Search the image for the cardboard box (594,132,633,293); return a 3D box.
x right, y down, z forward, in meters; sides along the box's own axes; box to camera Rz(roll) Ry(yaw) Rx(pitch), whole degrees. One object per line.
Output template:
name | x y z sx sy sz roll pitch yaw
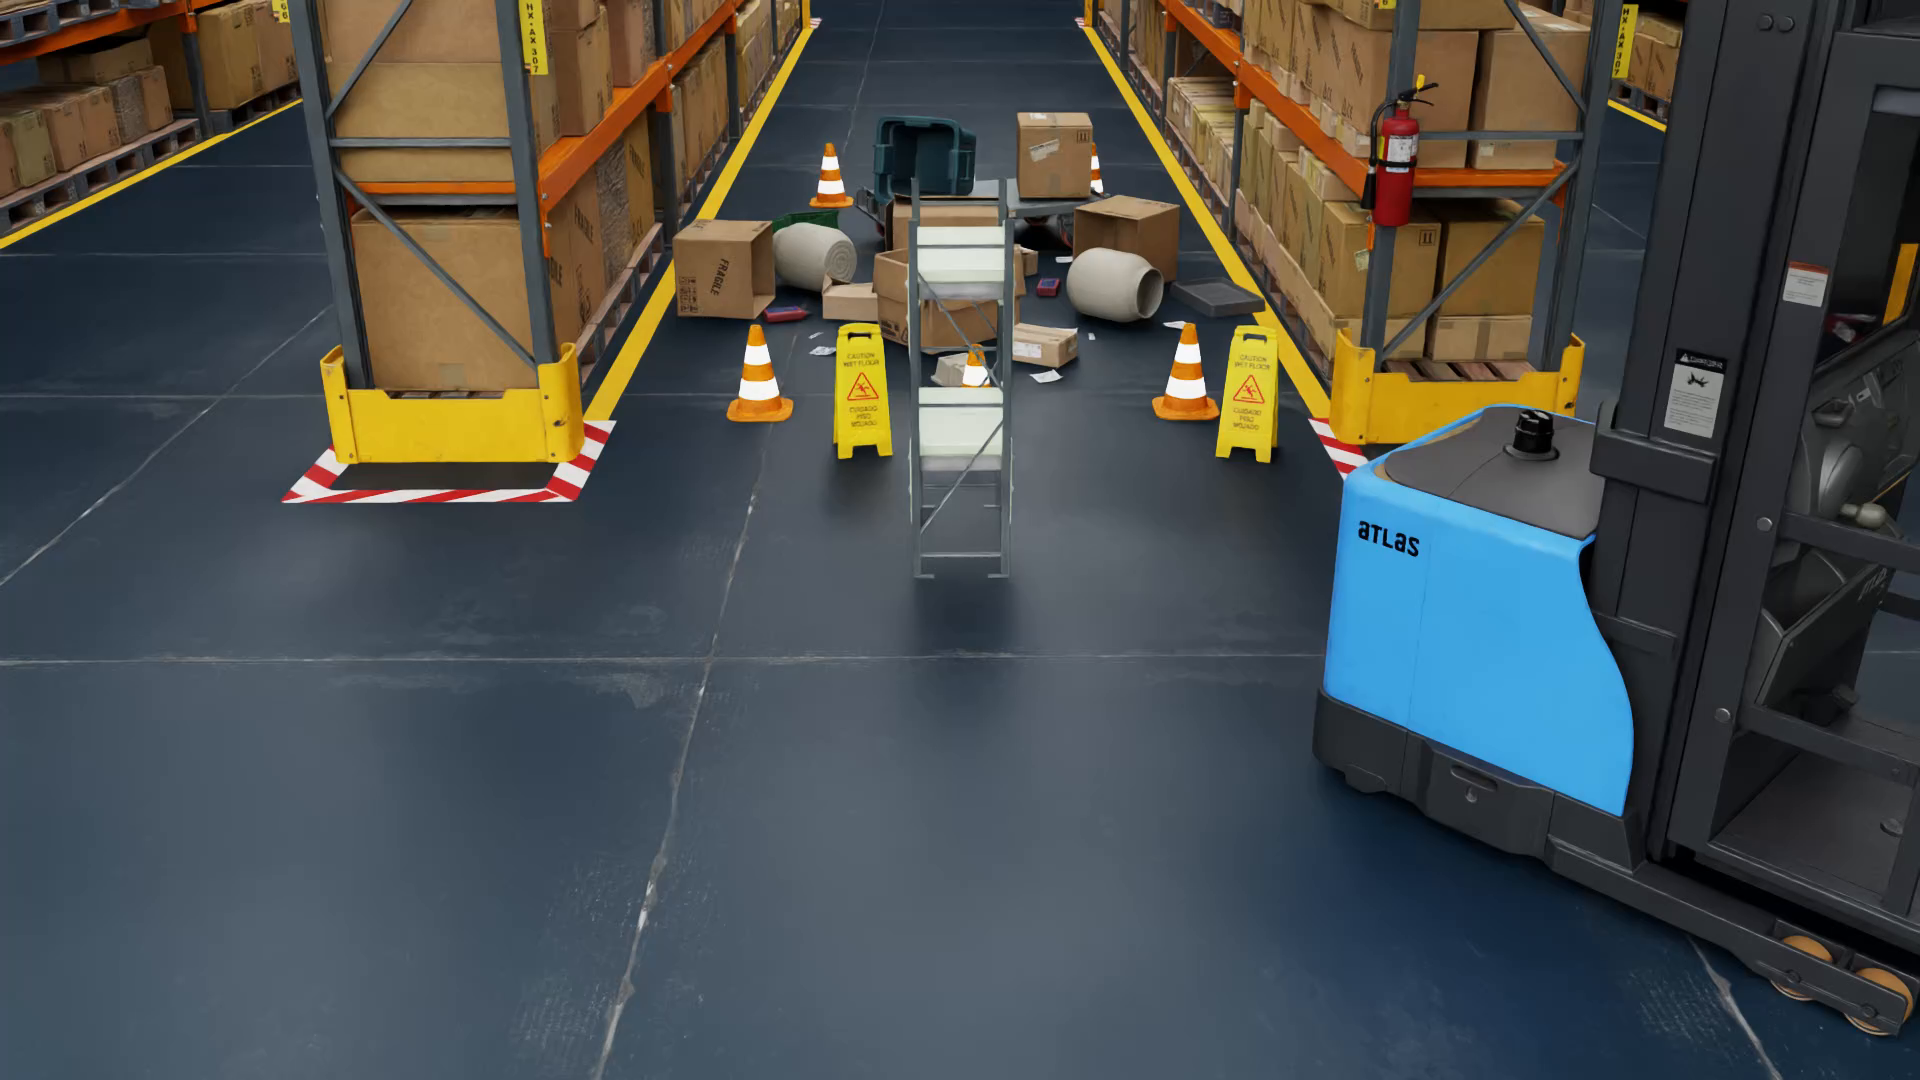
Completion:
cardboard box | -2.558 -2.062 10.237 0.875 0.875 0.875 0 24 0

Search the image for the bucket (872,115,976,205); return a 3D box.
bucket | -0.201 -2.625 11.541 0.726 0.611 0.620 8 16 18

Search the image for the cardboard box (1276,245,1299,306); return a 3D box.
cardboard box | 2.197 -1.585 9.941 0.500 0.250 0.500 -1 24 -2

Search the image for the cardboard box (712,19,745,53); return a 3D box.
cardboard box | -2.317 -4.797 15.830 0.500 0.250 0.500 -1 24 -3

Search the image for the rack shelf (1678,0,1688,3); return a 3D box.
rack shelf | 7.338 -5.702 17.090 1.077 0.370 4.000 0 24 -1

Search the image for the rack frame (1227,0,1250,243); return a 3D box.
rack frame | 2.441 -3.533 11.422 1.000 3.000 0.127 0 24 -1

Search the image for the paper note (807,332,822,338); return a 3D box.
paper note | -0.865 -1.225 9.946 0.032 0.001 0.123 13 27 27

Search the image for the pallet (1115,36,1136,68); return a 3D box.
pallet | 2.423 -5.873 19.979 1.003 0.211 1.213 0 24 -1

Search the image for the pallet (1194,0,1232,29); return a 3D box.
pallet | 2.459 -4.279 13.303 1.003 0.211 1.213 0 24 -1

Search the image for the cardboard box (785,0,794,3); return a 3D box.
cardboard box | -2.307 -6.933 21.168 0.380 0.149 0.250 1 24 1

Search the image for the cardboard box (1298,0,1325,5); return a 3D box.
cardboard box | 2.154 -3.150 8.878 0.700 0.500 0.500 -1 24 -1

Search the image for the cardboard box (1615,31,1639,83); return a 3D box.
cardboard box | 7.113 -5.067 17.337 0.500 0.500 0.500 -1 24 -2

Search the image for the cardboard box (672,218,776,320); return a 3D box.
cardboard box | -1.465 -1.697 10.392 0.500 0.500 0.500 4 25 9

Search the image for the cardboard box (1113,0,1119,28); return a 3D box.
cardboard box | 2.435 -6.853 21.363 0.875 0.438 0.875 0 24 1

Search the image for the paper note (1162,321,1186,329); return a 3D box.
paper note | 1.329 -1.314 10.119 0.142 0.019 0.148 -9 26 -19

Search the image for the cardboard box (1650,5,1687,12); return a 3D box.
cardboard box | 7.607 -5.624 17.781 0.380 0.149 0.250 0 24 1

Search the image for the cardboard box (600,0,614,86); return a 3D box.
cardboard box | -2.575 -2.936 9.920 0.875 0.550 0.550 0 24 -1

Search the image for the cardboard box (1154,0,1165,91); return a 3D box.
cardboard box | 2.467 -5.057 16.861 0.875 0.875 0.875 0 24 0

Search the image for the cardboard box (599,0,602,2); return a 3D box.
cardboard box | -2.548 -3.428 9.698 0.875 0.550 0.550 0 24 -1

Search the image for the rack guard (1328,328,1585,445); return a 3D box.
rack guard | 2.483 -0.777 8.362 1.175 0.500 0.348 0 24 -1

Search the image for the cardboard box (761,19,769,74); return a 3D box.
cardboard box | -2.330 -5.303 17.859 0.500 0.500 0.500 -1 24 -2

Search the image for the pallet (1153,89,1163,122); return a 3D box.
pallet | 2.464 -4.236 16.360 1.003 0.211 1.213 0 24 -1

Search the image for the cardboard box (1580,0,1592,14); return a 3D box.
cardboard box | 7.135 -5.939 18.478 0.380 0.149 0.250 -1 24 -2

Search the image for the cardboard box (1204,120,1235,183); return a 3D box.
cardboard box | 2.421 -3.040 13.010 0.950 0.372 0.625 1 24 3

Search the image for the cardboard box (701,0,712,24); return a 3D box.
cardboard box | -2.259 -4.356 13.120 0.500 0.500 0.500 0 24 0

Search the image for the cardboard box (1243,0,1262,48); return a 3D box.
cardboard box | 2.167 -3.532 10.937 0.500 0.500 0.500 0 24 -1

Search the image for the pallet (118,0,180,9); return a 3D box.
pallet | -7.398 -4.756 14.360 1.213 0.211 1.003 0 24 -1

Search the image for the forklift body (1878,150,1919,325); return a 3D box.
forklift body | 5.603 -2.295 9.715 2.313 2.155 1.214 0 24 -1

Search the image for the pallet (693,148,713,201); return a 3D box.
pallet | -2.608 -3.020 13.672 1.003 0.211 1.213 0 24 -1

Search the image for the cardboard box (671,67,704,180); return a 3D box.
cardboard box | -2.612 -3.289 13.102 1.050 0.750 0.750 0 24 -1

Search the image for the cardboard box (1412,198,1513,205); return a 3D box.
cardboard box | 2.741 -1.724 9.339 0.500 0.500 0.500 -1 24 -3

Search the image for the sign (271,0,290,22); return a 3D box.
sign | -3.007 -2.460 7.357 0.100 0.325 0.005 0 24 -1

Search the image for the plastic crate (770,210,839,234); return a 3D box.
plastic crate | -1.196 -2.149 11.703 0.450 0.188 0.662 3 22 31

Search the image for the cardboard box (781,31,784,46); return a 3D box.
cardboard box | -2.281 -5.919 19.648 0.380 0.149 0.250 0 24 1

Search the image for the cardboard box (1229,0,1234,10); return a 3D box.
cardboard box | 2.174 -3.930 12.094 0.380 0.149 0.250 -1 24 -2

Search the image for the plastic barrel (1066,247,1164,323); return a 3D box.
plastic barrel | 0.948 -1.556 10.176 0.512 0.421 0.421 19 30 35

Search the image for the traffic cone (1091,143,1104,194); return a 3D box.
traffic cone | 1.027 -2.882 13.061 0.336 0.463 0.334 0 24 -1

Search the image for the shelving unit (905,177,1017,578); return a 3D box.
shelving unit | 0.000 -0.681 6.935 0.431 1.500 0.755 0 24 -1

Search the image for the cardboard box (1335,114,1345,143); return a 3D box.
cardboard box | 2.171 -2.133 8.632 0.380 0.149 0.250 -1 24 -1

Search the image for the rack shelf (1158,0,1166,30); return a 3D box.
rack shelf | 2.375 -5.678 17.037 1.077 0.370 4.000 0 24 -1

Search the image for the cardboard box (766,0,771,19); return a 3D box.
cardboard box | -2.334 -5.854 18.168 0.500 0.250 0.500 -1 24 -2

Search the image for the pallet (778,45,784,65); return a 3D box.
pallet | -2.638 -5.772 19.756 1.003 0.211 1.213 0 24 -1

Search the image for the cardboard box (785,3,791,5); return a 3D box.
cardboard box | -2.338 -6.693 20.997 0.380 0.149 0.250 1 24 2

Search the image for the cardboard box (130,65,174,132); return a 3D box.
cardboard box | -7.485 -3.923 14.782 0.700 0.500 0.500 -2 24 -3

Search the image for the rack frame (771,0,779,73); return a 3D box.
rack frame | -2.595 -6.766 18.570 1.000 3.000 0.127 0 24 -1

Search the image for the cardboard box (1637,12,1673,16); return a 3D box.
cardboard box | 7.163 -5.404 17.295 0.380 0.149 0.250 0 24 0

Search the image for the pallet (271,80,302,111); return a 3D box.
pallet | -7.456 -4.693 17.371 1.003 0.211 1.213 0 24 -1

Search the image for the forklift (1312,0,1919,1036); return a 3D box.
forklift | 2.566 -0.277 4.306 1.130 2.935 3.031 -22 33 -40

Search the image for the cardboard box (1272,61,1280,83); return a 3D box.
cardboard box | 2.179 -2.972 10.487 0.380 0.149 0.250 0 24 1

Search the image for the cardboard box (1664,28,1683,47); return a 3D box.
cardboard box | 7.068 -4.868 16.110 0.380 0.149 0.250 -1 24 -3

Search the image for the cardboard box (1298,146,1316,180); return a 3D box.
cardboard box | 2.143 -2.153 9.500 0.380 0.149 0.250 1 24 2

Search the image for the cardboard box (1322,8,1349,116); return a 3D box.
cardboard box | 2.202 -2.495 8.644 0.500 0.500 0.500 0 24 0

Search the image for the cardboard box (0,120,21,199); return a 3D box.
cardboard box | -7.454 -2.803 12.308 0.700 0.500 0.500 -2 24 -5

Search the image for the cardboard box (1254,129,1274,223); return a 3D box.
cardboard box | 2.195 -2.349 10.720 0.500 0.500 0.500 1 24 2

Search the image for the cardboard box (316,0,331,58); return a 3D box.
cardboard box | -7.529 -5.745 18.381 1.225 0.875 0.875 0 24 0
